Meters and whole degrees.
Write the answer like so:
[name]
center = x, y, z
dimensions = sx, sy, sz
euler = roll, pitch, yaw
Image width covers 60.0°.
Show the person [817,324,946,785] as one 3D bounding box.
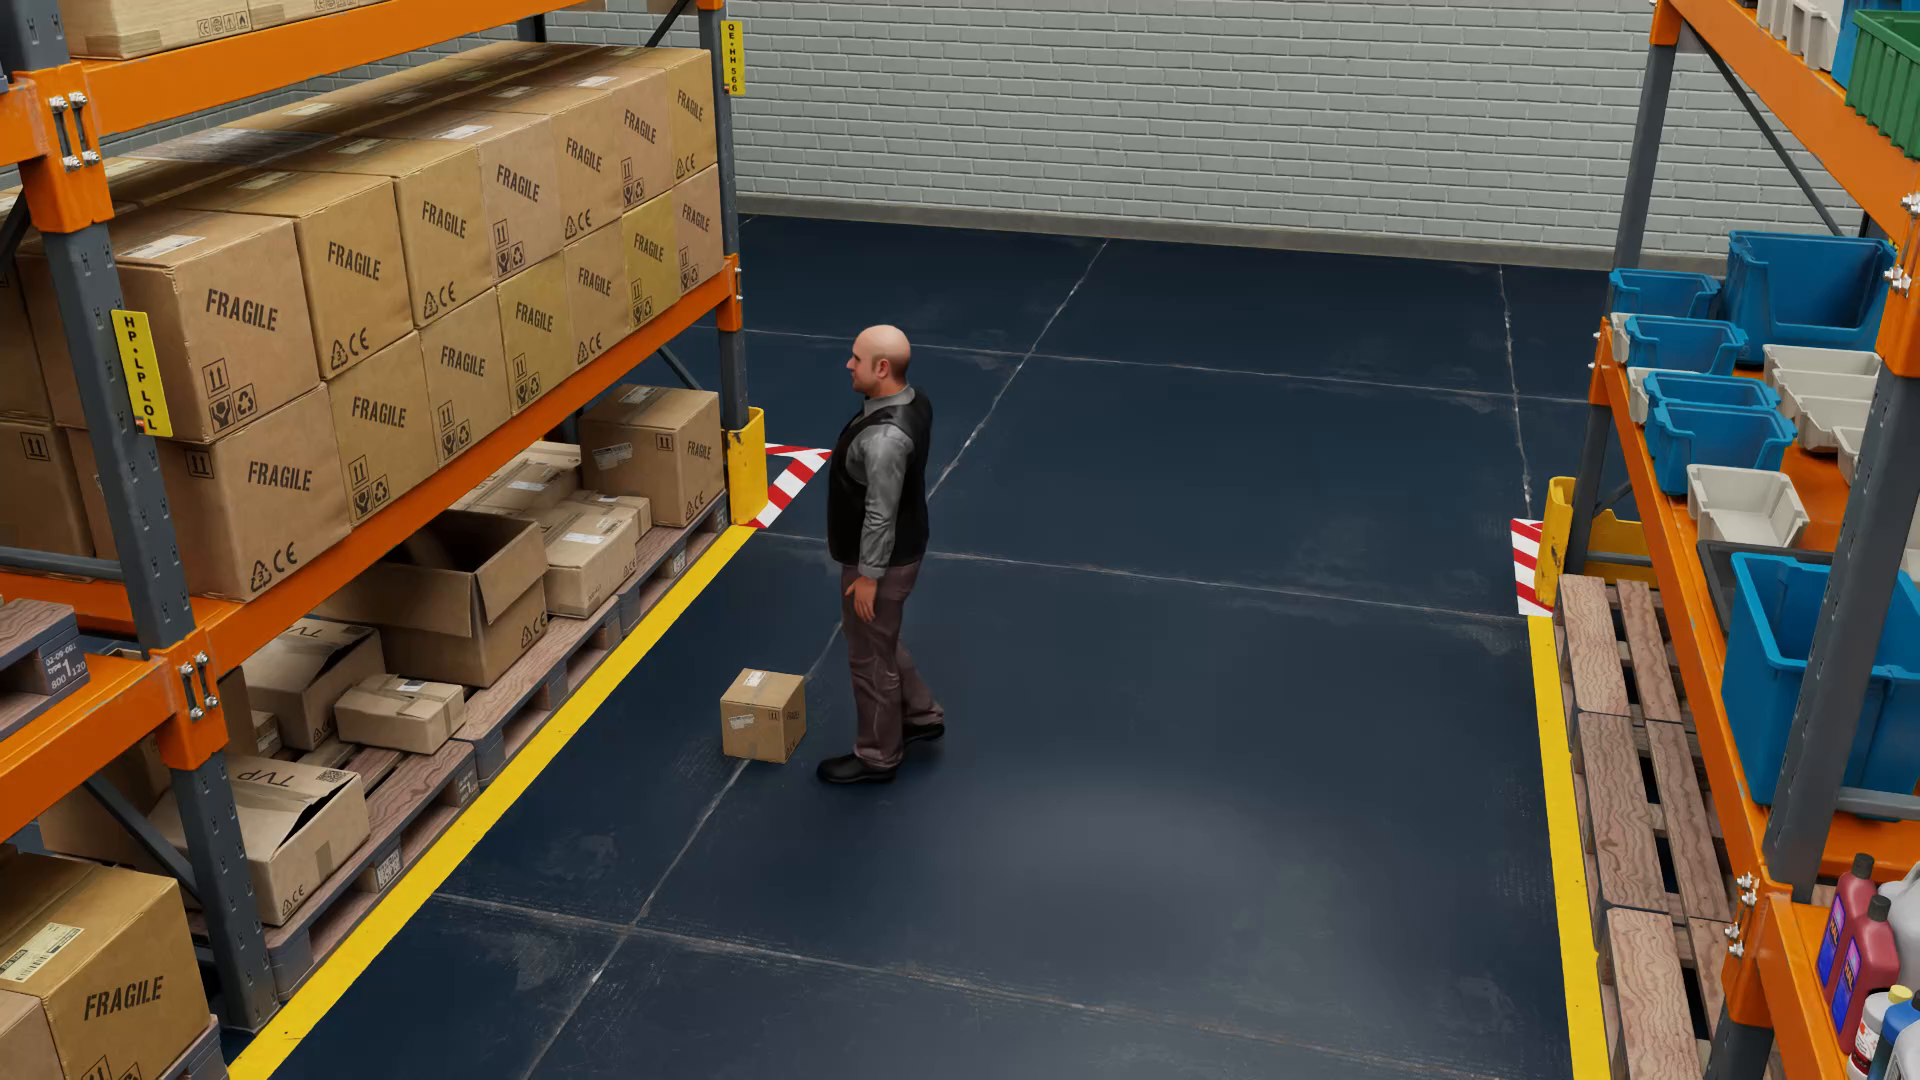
[person]
center = -0.294, 0.063, 5.982
dimensions = 0.463, 1.731, 0.552
euler = 3, 25, 7
